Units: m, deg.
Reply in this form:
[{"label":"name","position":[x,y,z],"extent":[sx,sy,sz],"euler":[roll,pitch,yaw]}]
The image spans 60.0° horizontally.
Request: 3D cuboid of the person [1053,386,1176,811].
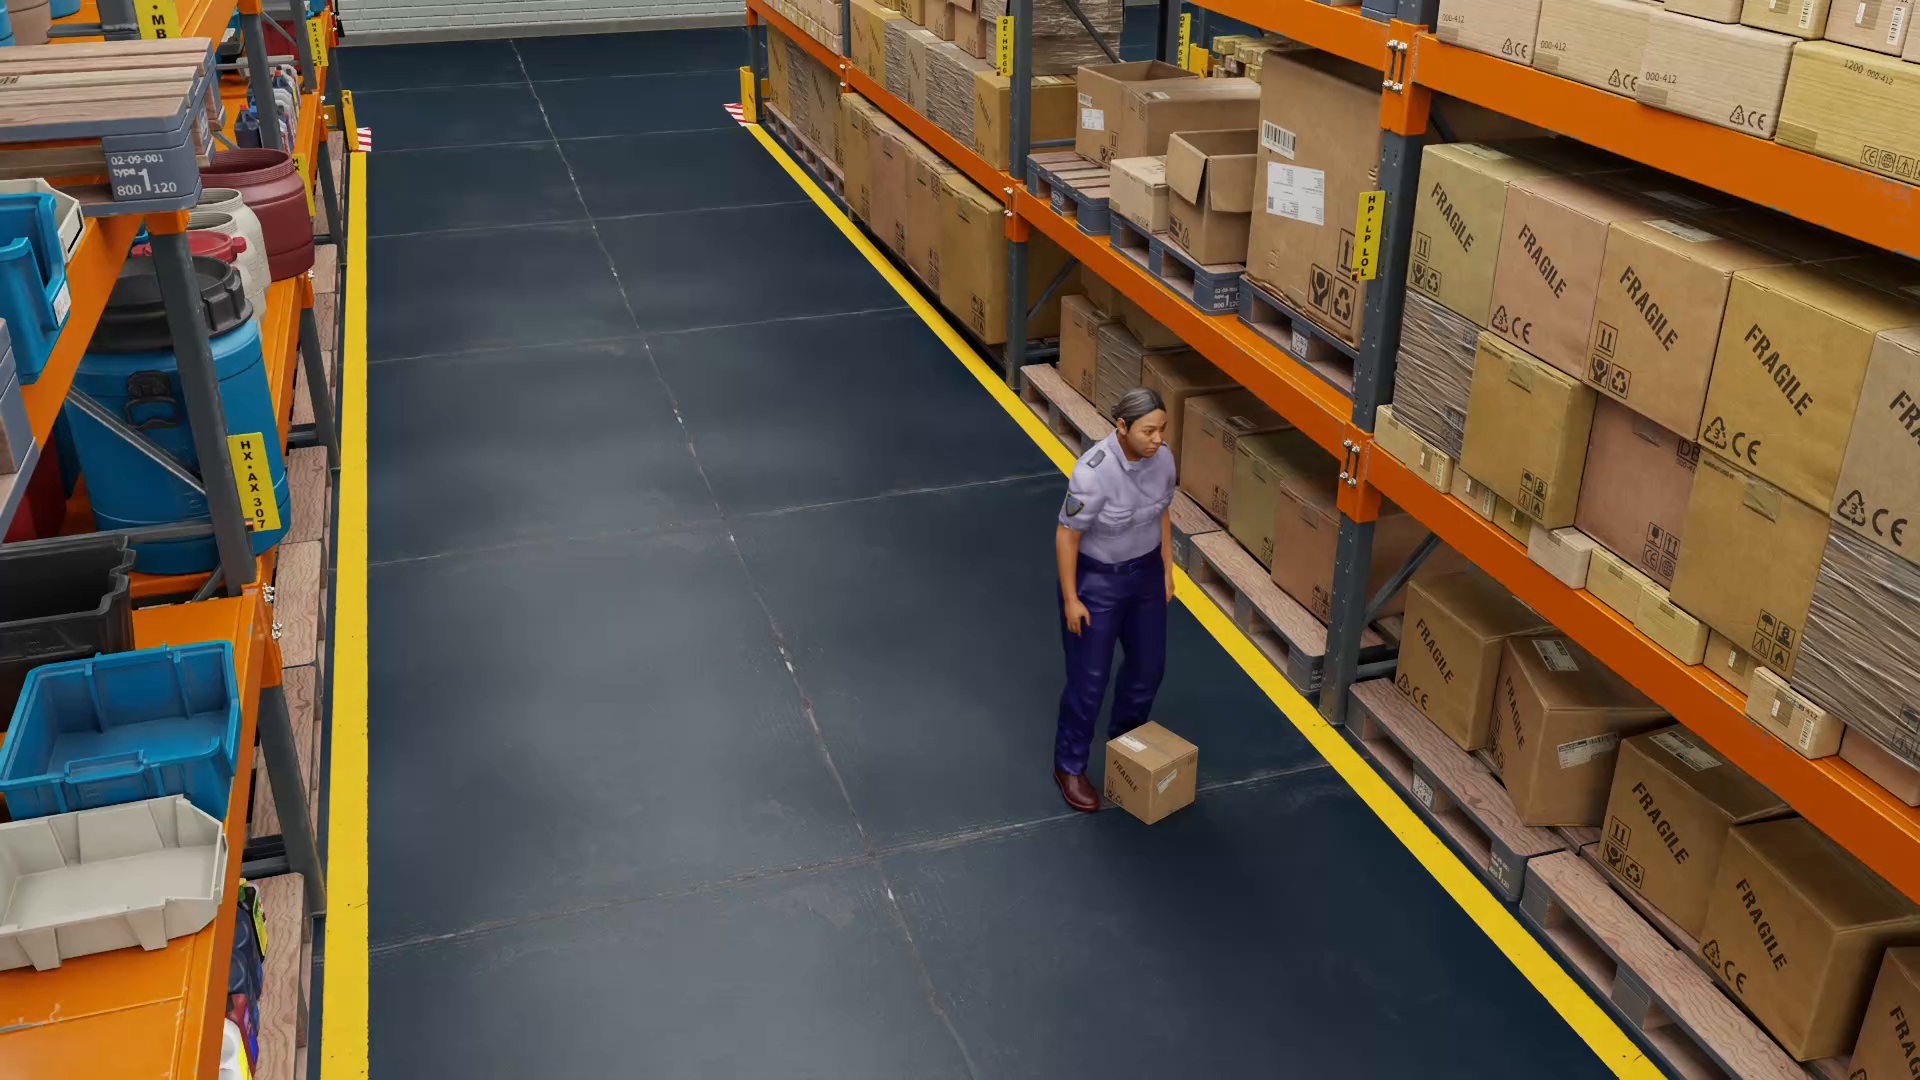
[{"label":"person","position":[0.586,0.184,6.256],"extent":[0.535,1.651,0.378],"euler":[-17,31,-30]}]
